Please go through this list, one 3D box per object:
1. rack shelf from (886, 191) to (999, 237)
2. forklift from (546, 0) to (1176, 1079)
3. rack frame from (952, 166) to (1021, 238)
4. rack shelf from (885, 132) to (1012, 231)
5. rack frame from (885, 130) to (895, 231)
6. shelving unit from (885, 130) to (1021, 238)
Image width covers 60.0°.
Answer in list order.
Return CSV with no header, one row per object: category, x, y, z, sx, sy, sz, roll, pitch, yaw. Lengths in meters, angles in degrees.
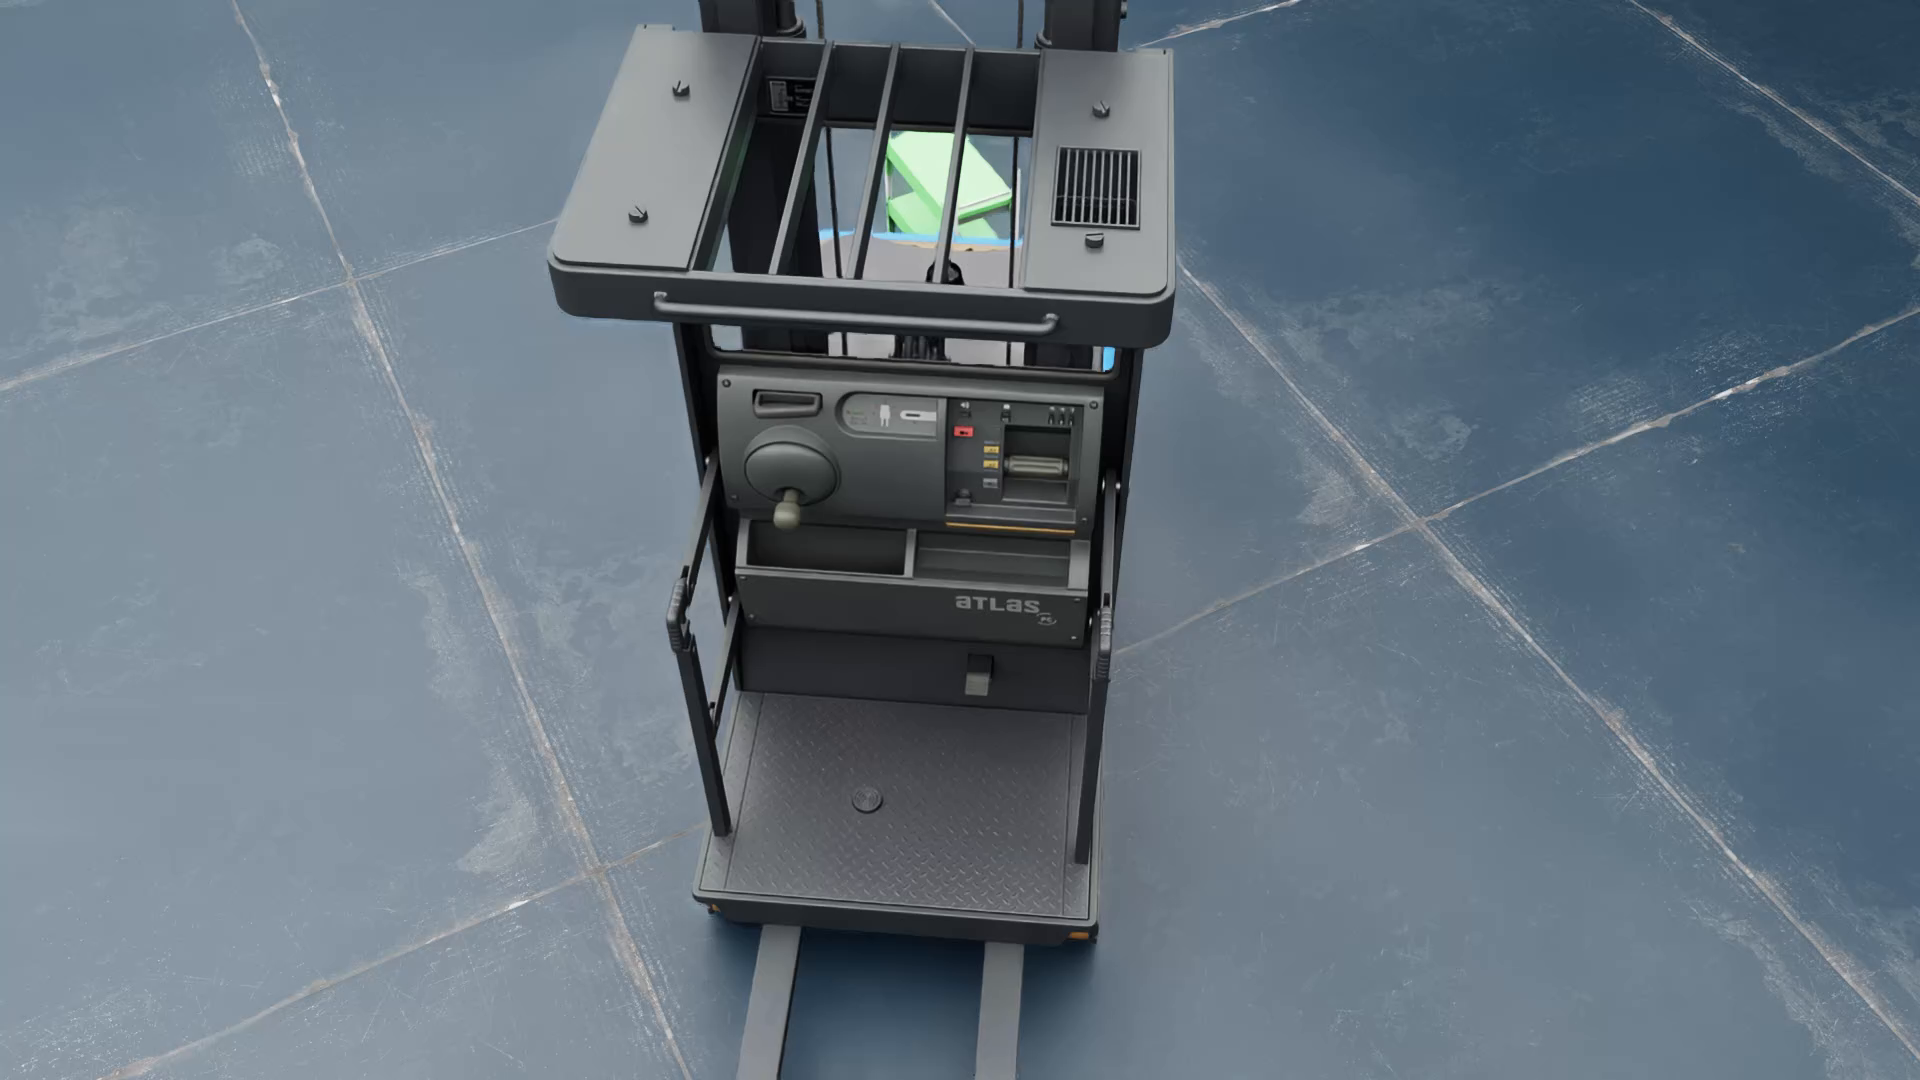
rack shelf,-0.031,-1.004,5.597,0.258,0.148,0.480,-21,52,-17
forklift,-0.140,-0.101,3.891,1.130,2.935,3.031,4,49,3
rack frame,0.080,-0.725,5.587,0.240,1.200,0.015,-21,52,-17
rack shelf,-0.031,-1.162,5.417,0.258,0.148,0.480,-21,52,-17
rack frame,-0.141,-1.052,5.873,0.240,1.200,0.015,-21,52,-17
shelving unit,-0.031,-0.888,5.730,0.258,1.200,0.503,-21,52,-17
